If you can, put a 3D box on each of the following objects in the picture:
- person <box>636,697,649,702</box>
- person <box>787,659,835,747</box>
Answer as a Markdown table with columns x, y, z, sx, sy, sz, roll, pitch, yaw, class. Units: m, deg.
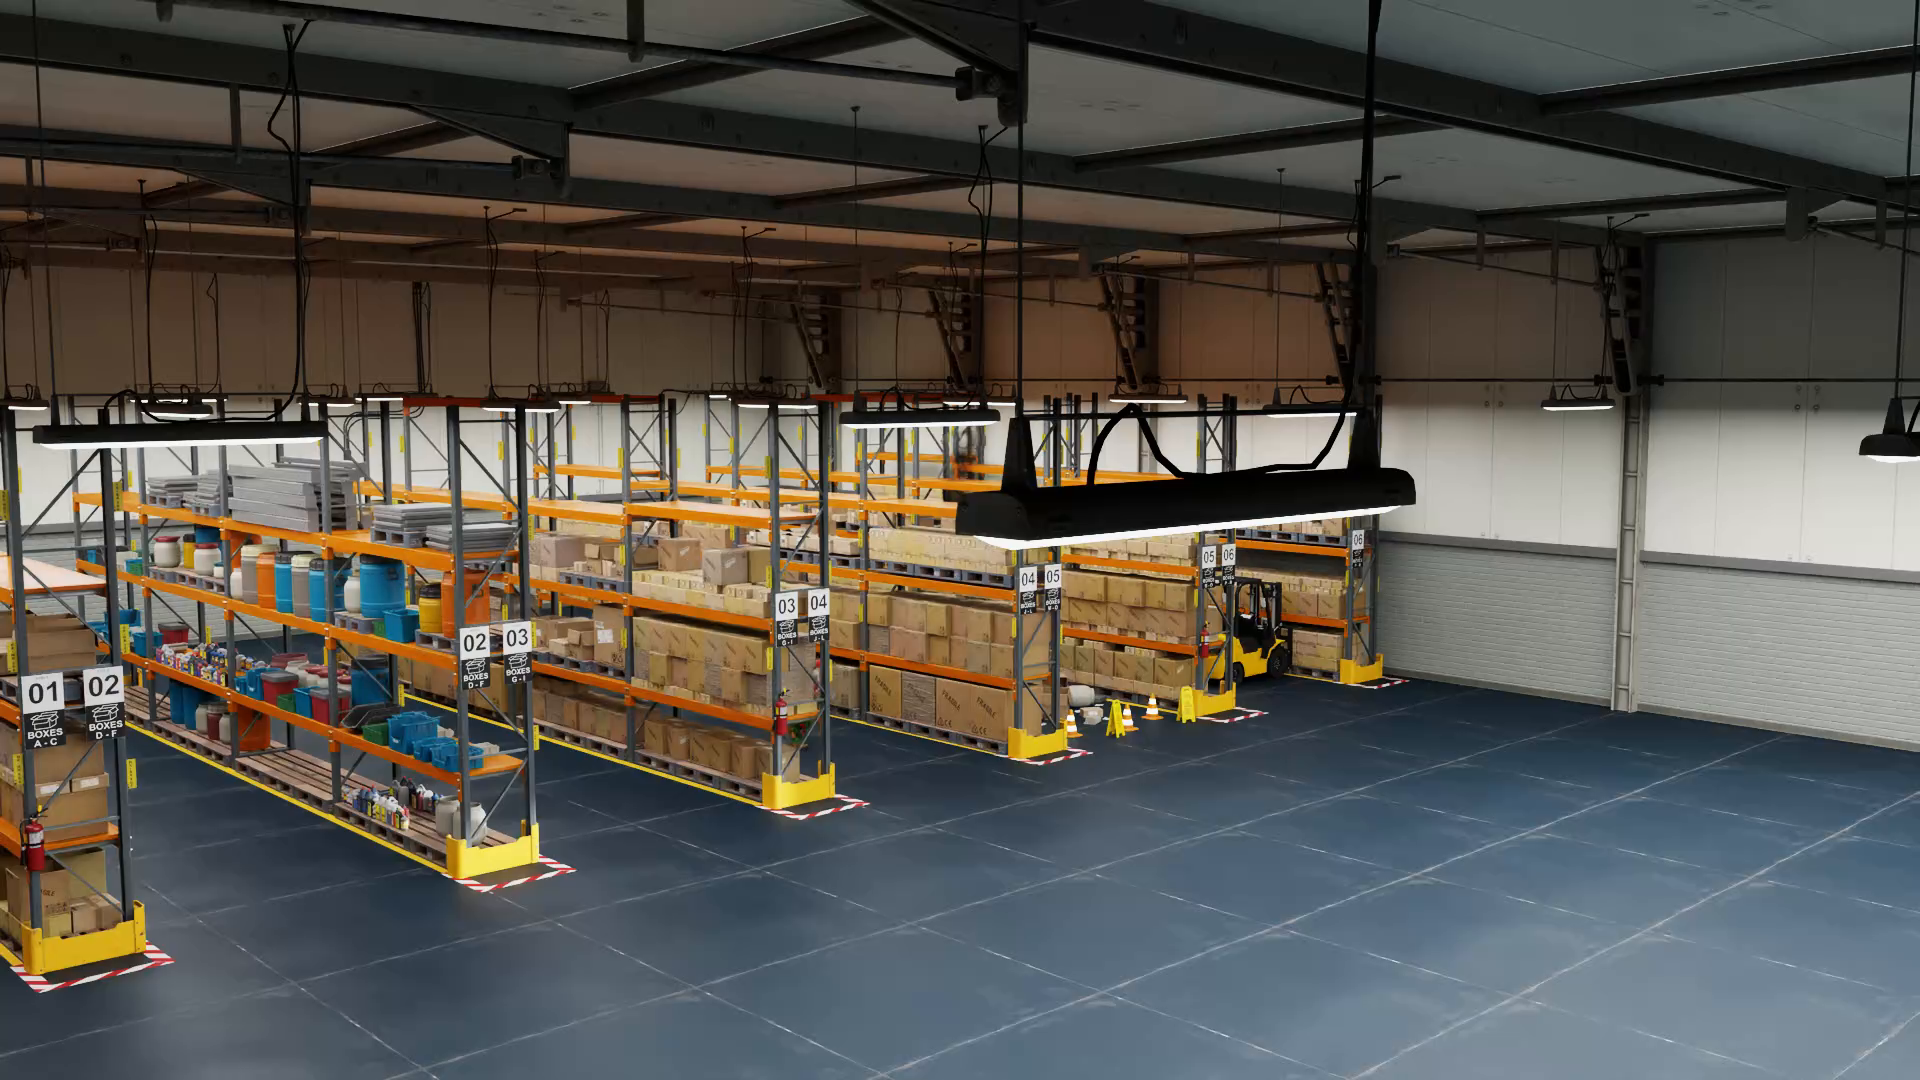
| x | y | z | sx | sy | sz | roll | pitch | yaw | class |
| --- | --- | --- | --- | --- | --- | --- | --- | --- | --- |
| -6.350 | 2.383 | 32.796 | 0.739 | 1.609 | 0.572 | 5 | 8 | 44 | person |
| -2.567 | 2.794 | 28.481 | 0.828 | 1.590 | 0.693 | 1 | 6 | 13 | person |
